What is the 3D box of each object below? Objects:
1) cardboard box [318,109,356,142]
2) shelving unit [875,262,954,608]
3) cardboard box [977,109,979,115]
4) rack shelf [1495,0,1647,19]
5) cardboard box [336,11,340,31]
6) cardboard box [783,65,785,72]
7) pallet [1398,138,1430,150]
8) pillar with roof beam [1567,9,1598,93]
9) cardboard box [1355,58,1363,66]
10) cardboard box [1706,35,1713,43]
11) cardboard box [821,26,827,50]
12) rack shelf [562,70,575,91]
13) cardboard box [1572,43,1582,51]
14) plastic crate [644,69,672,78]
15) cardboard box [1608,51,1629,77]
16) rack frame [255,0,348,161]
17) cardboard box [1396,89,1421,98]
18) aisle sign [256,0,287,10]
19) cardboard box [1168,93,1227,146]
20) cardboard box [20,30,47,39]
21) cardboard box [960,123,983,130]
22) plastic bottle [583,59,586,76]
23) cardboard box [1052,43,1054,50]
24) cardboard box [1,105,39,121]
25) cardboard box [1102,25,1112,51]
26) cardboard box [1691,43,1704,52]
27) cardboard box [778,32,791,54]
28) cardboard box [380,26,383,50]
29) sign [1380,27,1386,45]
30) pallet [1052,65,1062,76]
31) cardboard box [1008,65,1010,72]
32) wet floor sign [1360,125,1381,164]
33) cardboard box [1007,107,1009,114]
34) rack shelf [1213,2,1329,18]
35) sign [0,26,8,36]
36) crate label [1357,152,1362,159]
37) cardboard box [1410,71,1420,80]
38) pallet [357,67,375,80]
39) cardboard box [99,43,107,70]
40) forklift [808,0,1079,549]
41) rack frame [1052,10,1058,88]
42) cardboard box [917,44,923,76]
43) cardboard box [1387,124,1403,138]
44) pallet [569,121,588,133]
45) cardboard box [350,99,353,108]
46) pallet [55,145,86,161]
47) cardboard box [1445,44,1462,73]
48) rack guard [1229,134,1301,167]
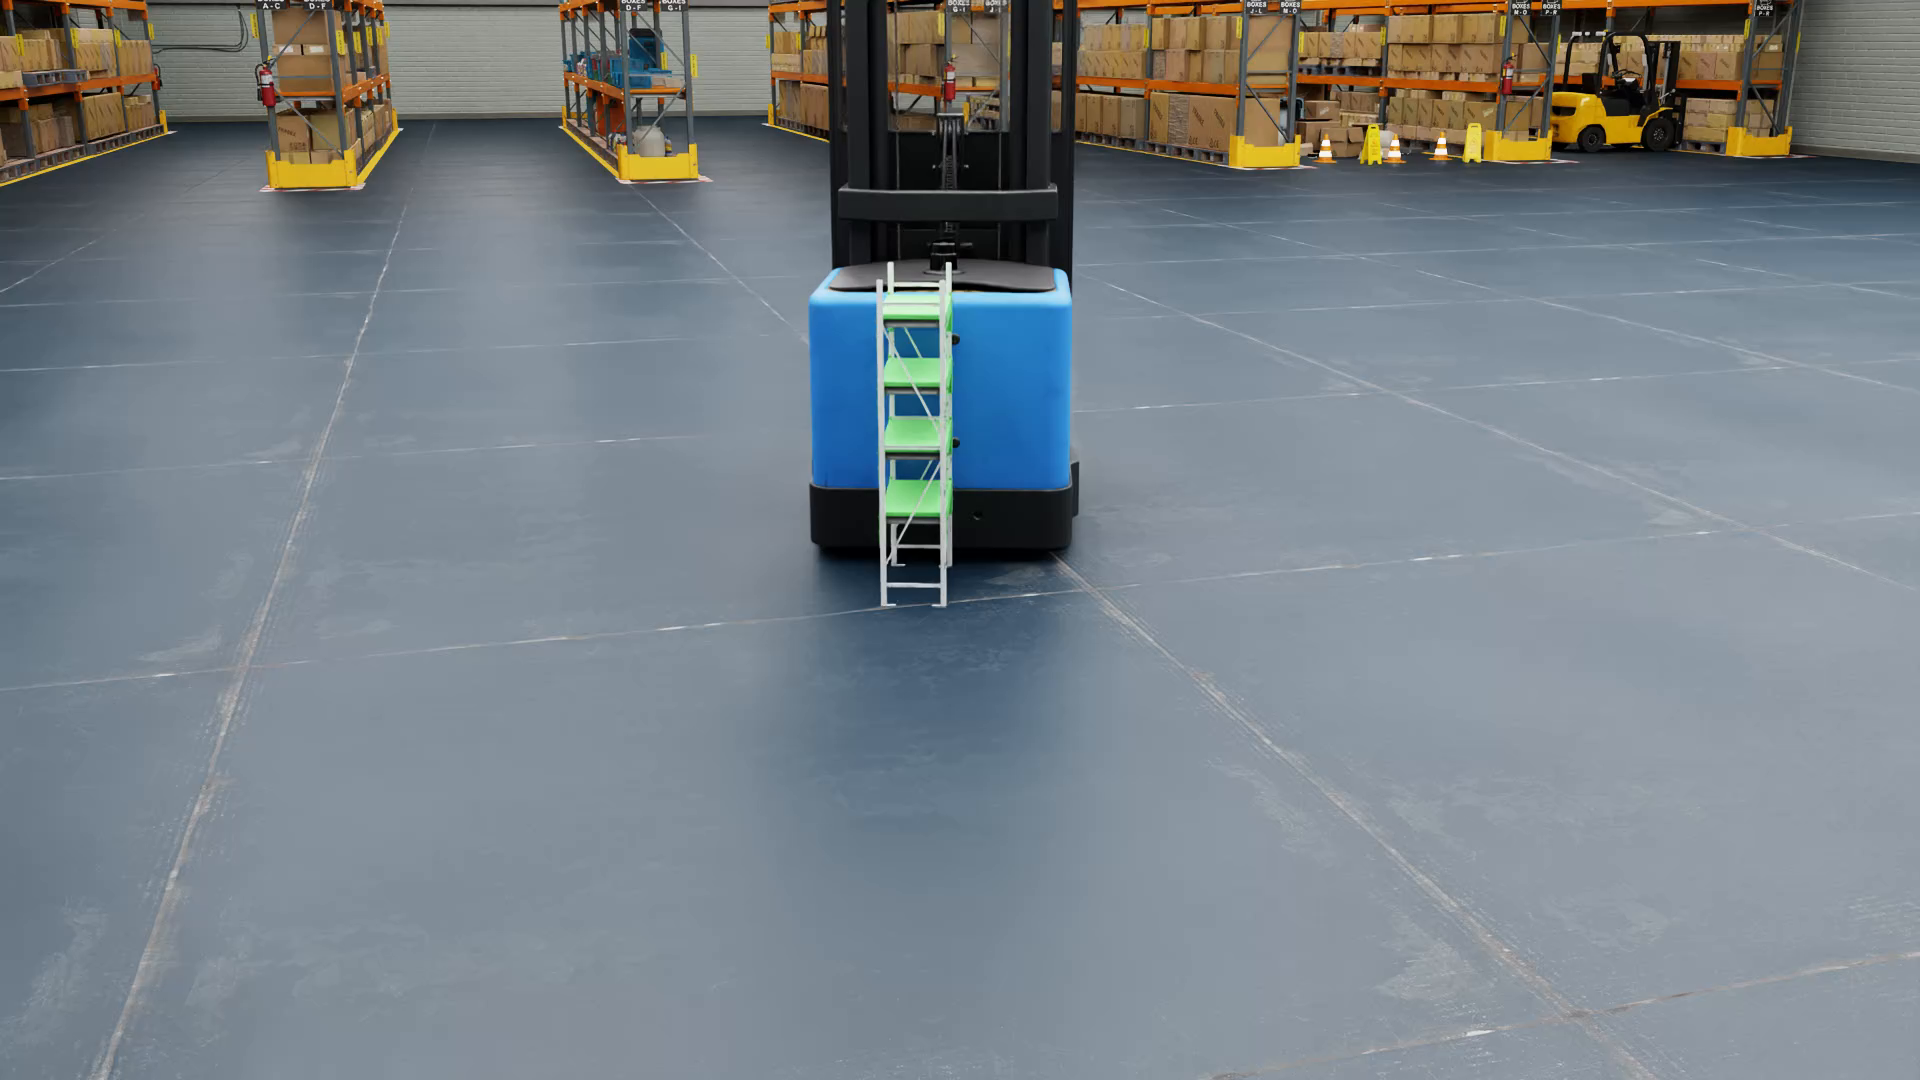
[{"bbox_3d":[-9.766,-6.482,26.063,0.500,0.500,0.500,-5,17,-15],"label":"cardboard box"},{"bbox_3d":[-0.161,-0.399,6.194,0.258,1.200,0.503,1,17,2],"label":"shelving unit"},{"bbox_3d":[0.641,-10.692,41.558,0.380,0.149,0.250,-5,17,-15],"label":"cardboard box"},{"bbox_3d":[12.905,-11.231,35.164,1.077,0.370,4.000,-5,17,-15],"label":"rack shelf"},{"bbox_3d":[-10.103,-8.034,26.055,0.700,0.500,0.500,-5,17,-15],"label":"cardboard box"},{"bbox_3d":[-3.938,-11.058,38.989,0.380,0.149,0.250,-5,17,-17],"label":"cardboard box"},{"bbox_3d":[8.902,-7.674,32.132,1.003,0.211,1.213,-5,17,-15],"label":"pallet"},{"bbox_3d":[9.441,-12.936,34.374,9.100,9.000,0.400,-5,17,-15],"label":"pillar with roof beam"},{"bbox_3d":[8.116,-9.537,33.193,0.380,0.149,0.250,-5,17,-16],"label":"cardboard box"},{"bbox_3d":[14.061,-9.274,30.792,0.380,0.149,0.250,-5,17,-15],"label":"cardboard box"},{"bbox_3d":[-2.497,-10.613,35.151,0.797,0.503,0.637,-4,17,-13],"label":"cardboard box"},{"bbox_3d":[-8.355,-10.439,37.740,1.077,0.370,4.000,-5,17,-15],"label":"rack shelf"},{"bbox_3d":[12.843,-10.225,34.478,0.380,0.149,0.250,-5,18,-17],"label":"cardboard box"},{"bbox_3d":[-5.042,-7.661,27.502,0.499,0.251,0.616,-5,17,-15],"label":"plastic crate"},{"bbox_3d":[13.326,-9.490,33.158,0.500,0.500,0.500,-5,17,-17],"label":"cardboard box"},{"bbox_3d":[-9.272,-6.520,23.445,1.000,3.000,0.127,-5,17,-15],"label":"rack frame"},{"bbox_3d":[8.563,-8.523,31.729,0.380,0.149,0.250,-4,17,-14],"label":"cardboard box"},{"bbox_3d":[-9.536,-7.724,22.933,0.394,0.787,0.004,-5,17,-15],"label":"aisle sign"},{"bbox_3d":[4.309,-7.528,29.763,0.875,0.875,0.875,-5,17,-15],"label":"cardboard box"},{"bbox_3d":[-16.006,-8.729,28.731,0.380,0.149,0.250,-8,18,-24],"label":"cardboard box"},{"bbox_3d":[0.099,-6.481,26.927,0.500,0.500,0.500,-1,17,-5],"label":"cardboard box"},{"bbox_3d":[-7.546,-9.542,33.589,0.144,0.351,0.185,-5,17,-15],"label":"plastic bottle"},{"bbox_3d":[2.138,-10.487,35.322,0.380,0.149,0.250,-4,17,-14],"label":"cardboard box"},{"bbox_3d":[-15.622,-7.074,27.565,0.500,0.250,0.500,-5,17,-17],"label":"cardboard box"},{"bbox_3d":[3.250,-10.000,33.116,0.700,0.500,0.500,-5,17,-16],"label":"cardboard box"},{"bbox_3d":[13.902,-9.196,31.052,0.380,0.149,0.250,-5,18,-17],"label":"cardboard box"},{"bbox_3d":[-3.985,-11.723,39.204,0.500,0.500,0.500,-5,17,-17],"label":"cardboard box"},{"bbox_3d":[-12.711,-10.804,35.793,0.500,0.500,0.500,-5,17,-17],"label":"cardboard box"},{"bbox_3d":[8.151,-9.702,32.024,0.100,0.325,0.005,-5,17,-15],"label":"sign"},{"bbox_3d":[2.554,-9.976,35.284,1.213,0.211,1.003,-5,17,-15],"label":"pallet"},{"bbox_3d":[1.274,-10.989,38.757,0.380,0.149,0.250,-5,17,-17],"label":"cardboard box"},{"bbox_3d":[6.963,-6.688,28.094,0.267,0.644,0.232,-8,18,-25],"label":"wet floor sign"},{"bbox_3d":[1.275,-10.100,39.070,0.380,0.149,0.250,-6,18,-18],"label":"cardboard box"},{"bbox_3d":[7.035,-11.944,37.537,1.077,0.370,4.000,-5,17,-15],"label":"rack shelf"},{"bbox_3d":[-16.765,-8.850,29.189,0.100,0.325,0.005,-5,17,-15],"label":"sign"},{"bbox_3d":[7.175,-6.763,29.228,0.298,0.136,0.250,16,23,42],"label":"crate label"},{"bbox_3d":[8.718,-8.752,31.309,0.380,0.149,0.250,-4,17,-14],"label":"cardboard box"},{"bbox_3d":[-11.724,-8.823,31.445,1.213,0.211,1.003,-5,17,-15],"label":"pallet"},{"bbox_3d":[-16.682,-9.259,31.837,0.500,0.500,0.500,-5,17,-15],"label":"cardboard box"},{"bbox_3d":[-0.025,-1.739,7.646,1.130,2.935,3.031,1,17,2],"label":"forklift"},{"bbox_3d":[1.753,-10.986,38.311,1.000,3.000,0.127,-5,17,-15],"label":"rack frame"},{"bbox_3d":[-0.219,-7.918,27.406,0.875,0.500,0.500,-5,17,-15],"label":"cardboard box"},{"bbox_3d":[8.586,-7.892,32.061,0.500,0.250,0.500,-6,18,-18],"label":"cardboard box"},{"bbox_3d":[-8.384,-9.433,37.989,1.003,0.211,1.213,-5,17,-15],"label":"pallet"},{"bbox_3d":[-12.258,-8.644,32.791,0.500,0.250,0.500,-5,17,-16],"label":"cardboard box"},{"bbox_3d":[-16.019,-6.789,29.185,1.003,0.211,1.213,-5,17,-15],"label":"pallet"},{"bbox_3d":[9.101,-8.682,29.951,0.500,0.500,0.500,-5,17,-16],"label":"cardboard box"},{"bbox_3d":[5.058,-6.463,27.598,1.175,0.500,0.348,-5,17,-15],"label":"rack guard"}]
